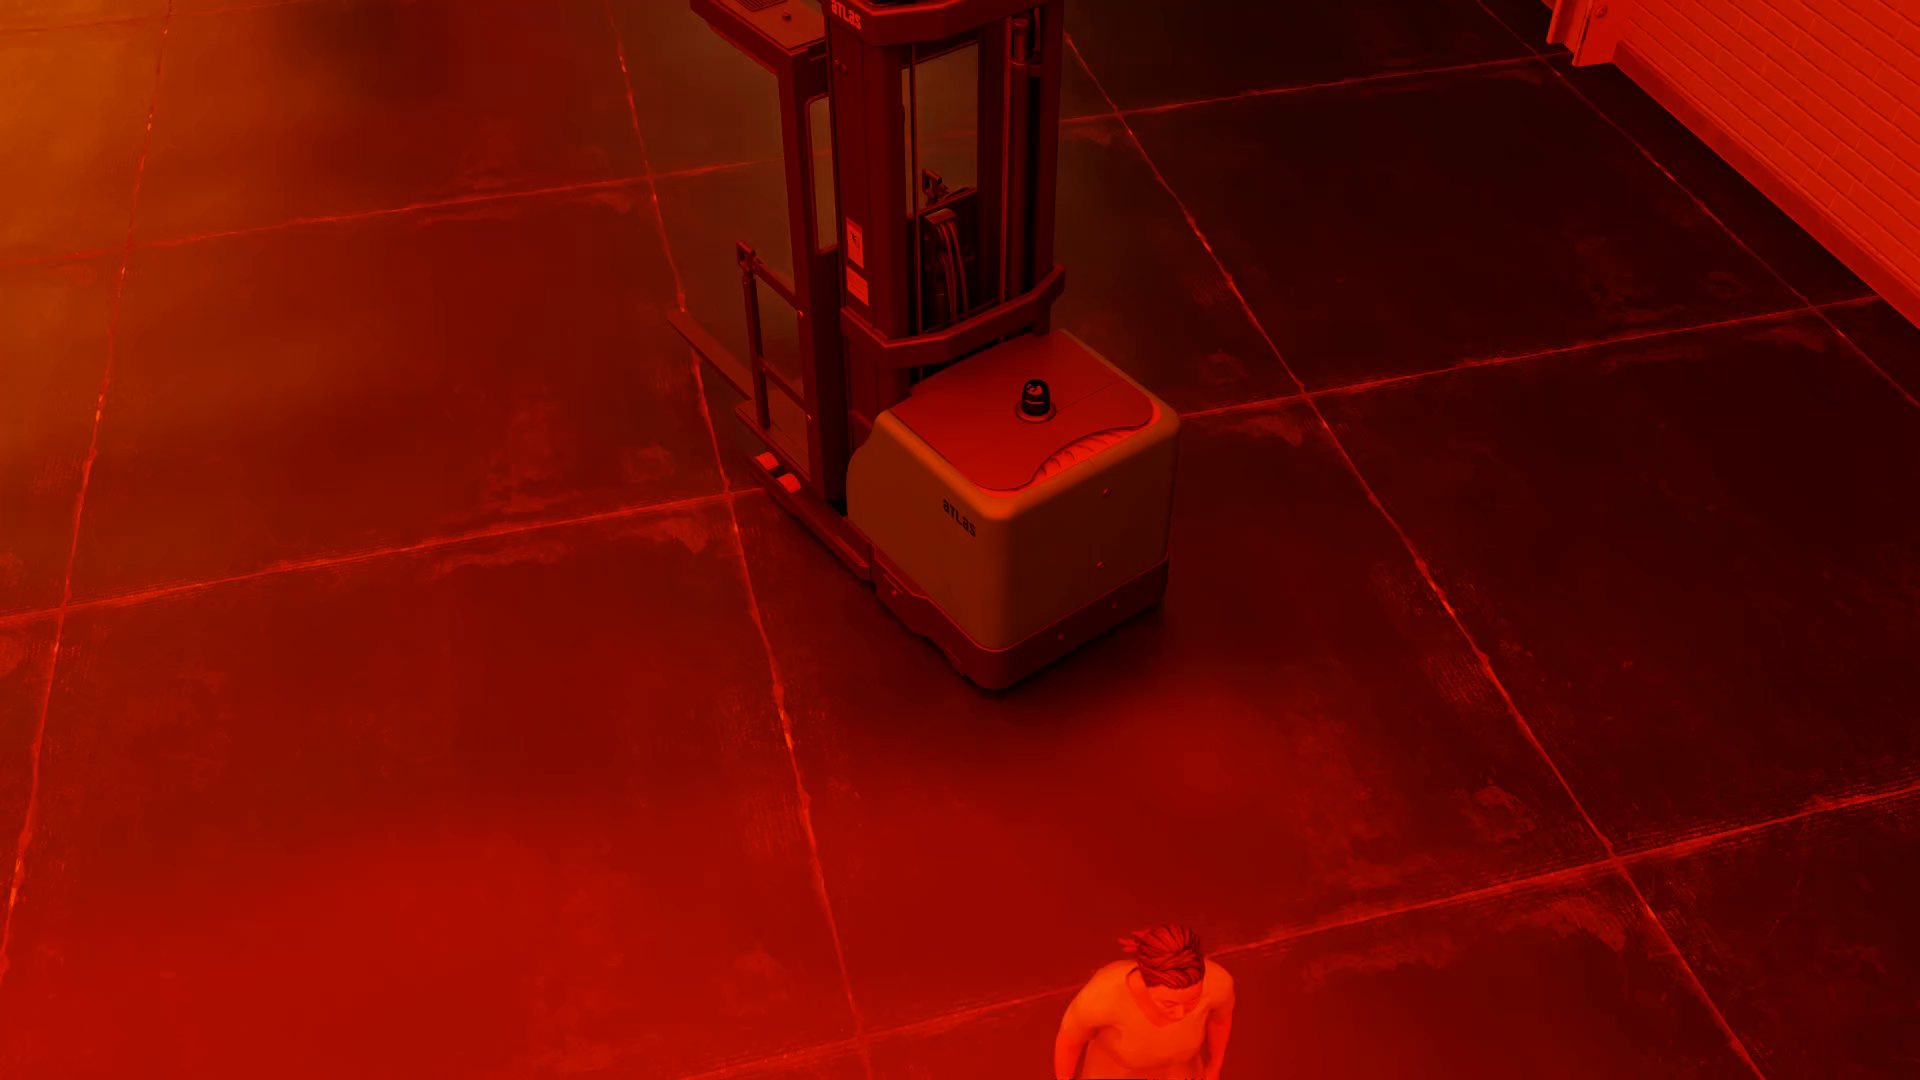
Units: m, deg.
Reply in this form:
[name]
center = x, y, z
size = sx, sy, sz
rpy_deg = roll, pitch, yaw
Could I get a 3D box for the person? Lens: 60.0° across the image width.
[person]
center = 0.539, 1.640, 4.840
size = 0.521, 1.681, 0.404
rpy_deg = -6, 44, -6

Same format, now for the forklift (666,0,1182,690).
[forklift]
center = -0.366, -1.399, 7.126
size = 1.130, 2.935, 3.031
rpy_deg = -27, 50, -26
